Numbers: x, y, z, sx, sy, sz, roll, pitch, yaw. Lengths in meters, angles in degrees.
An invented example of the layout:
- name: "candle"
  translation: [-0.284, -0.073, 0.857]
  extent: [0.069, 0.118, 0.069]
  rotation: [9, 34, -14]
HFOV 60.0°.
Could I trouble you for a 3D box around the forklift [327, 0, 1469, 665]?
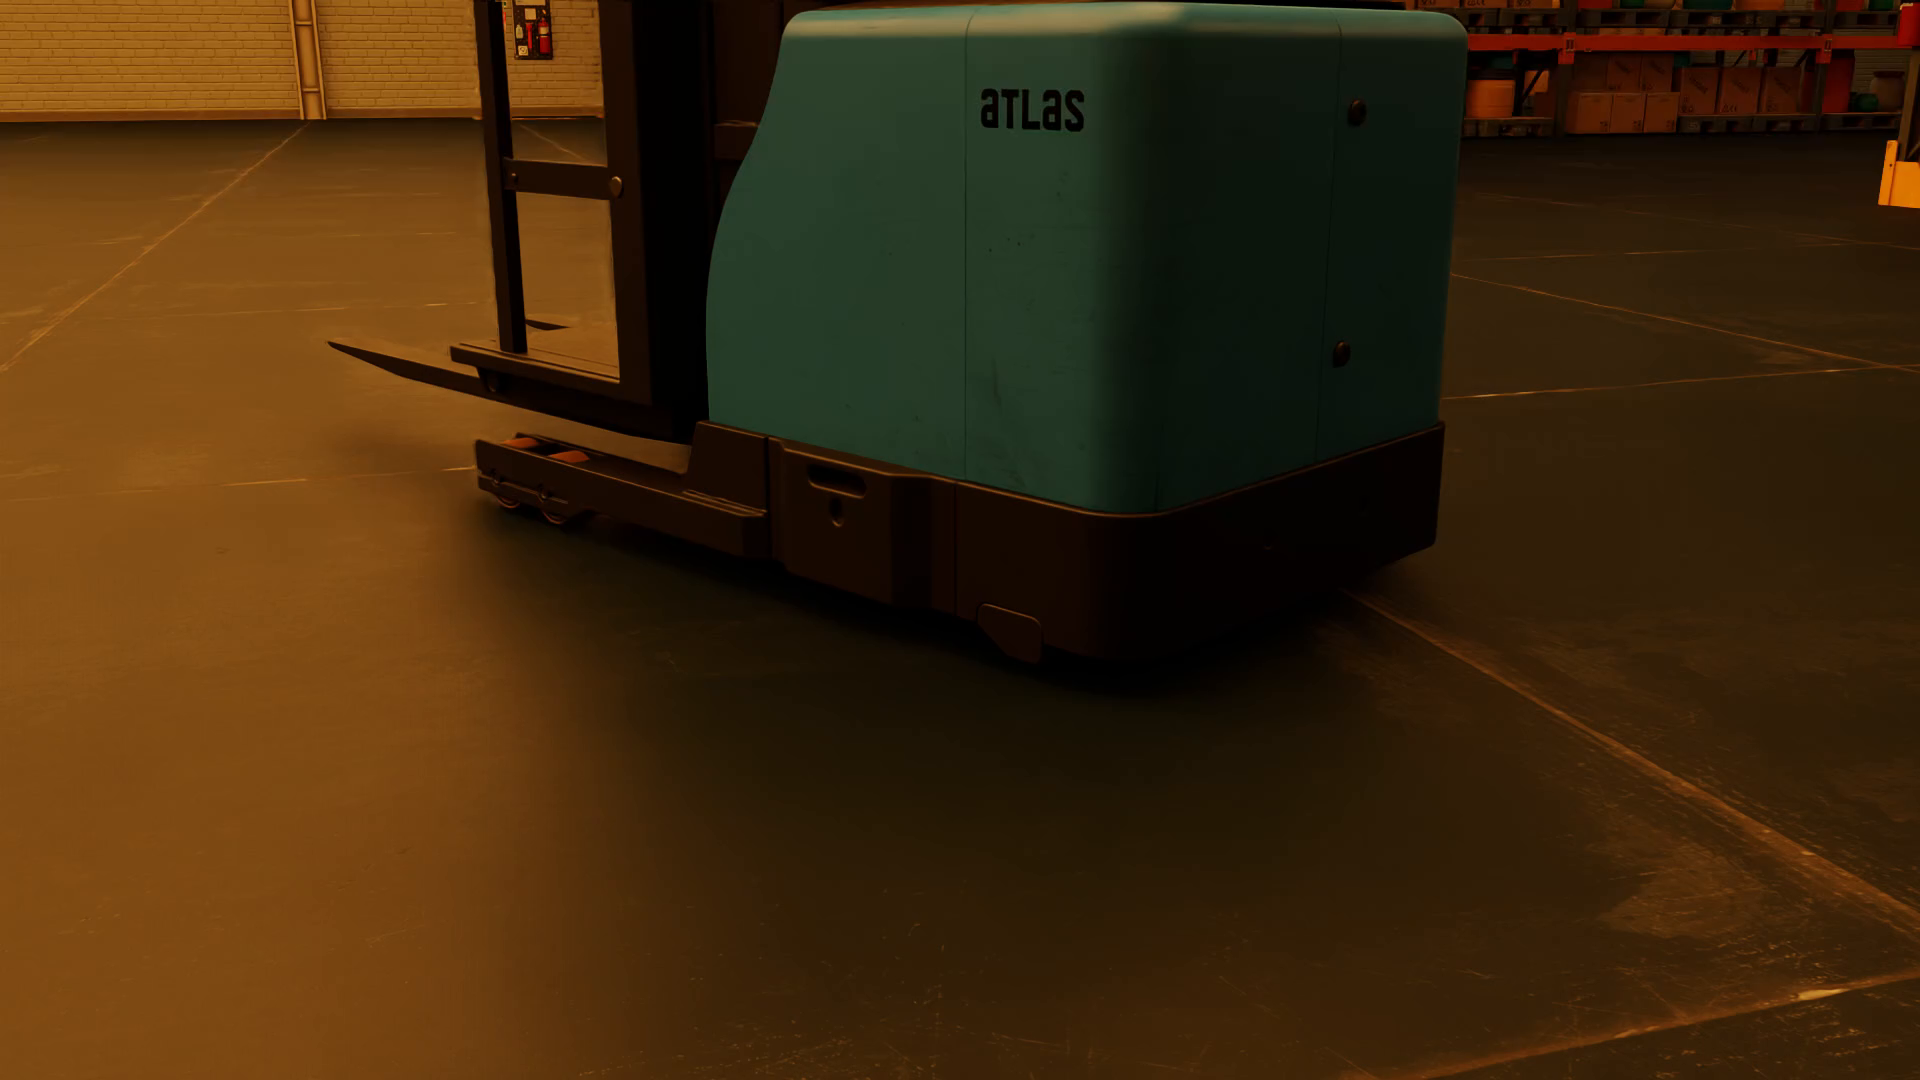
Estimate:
- name: "forklift"
  translation: [-0.465, -1.532, 3.582]
  extent: [3.031, 2.935, 1.130]
  rotation: [15, 22, 42]
